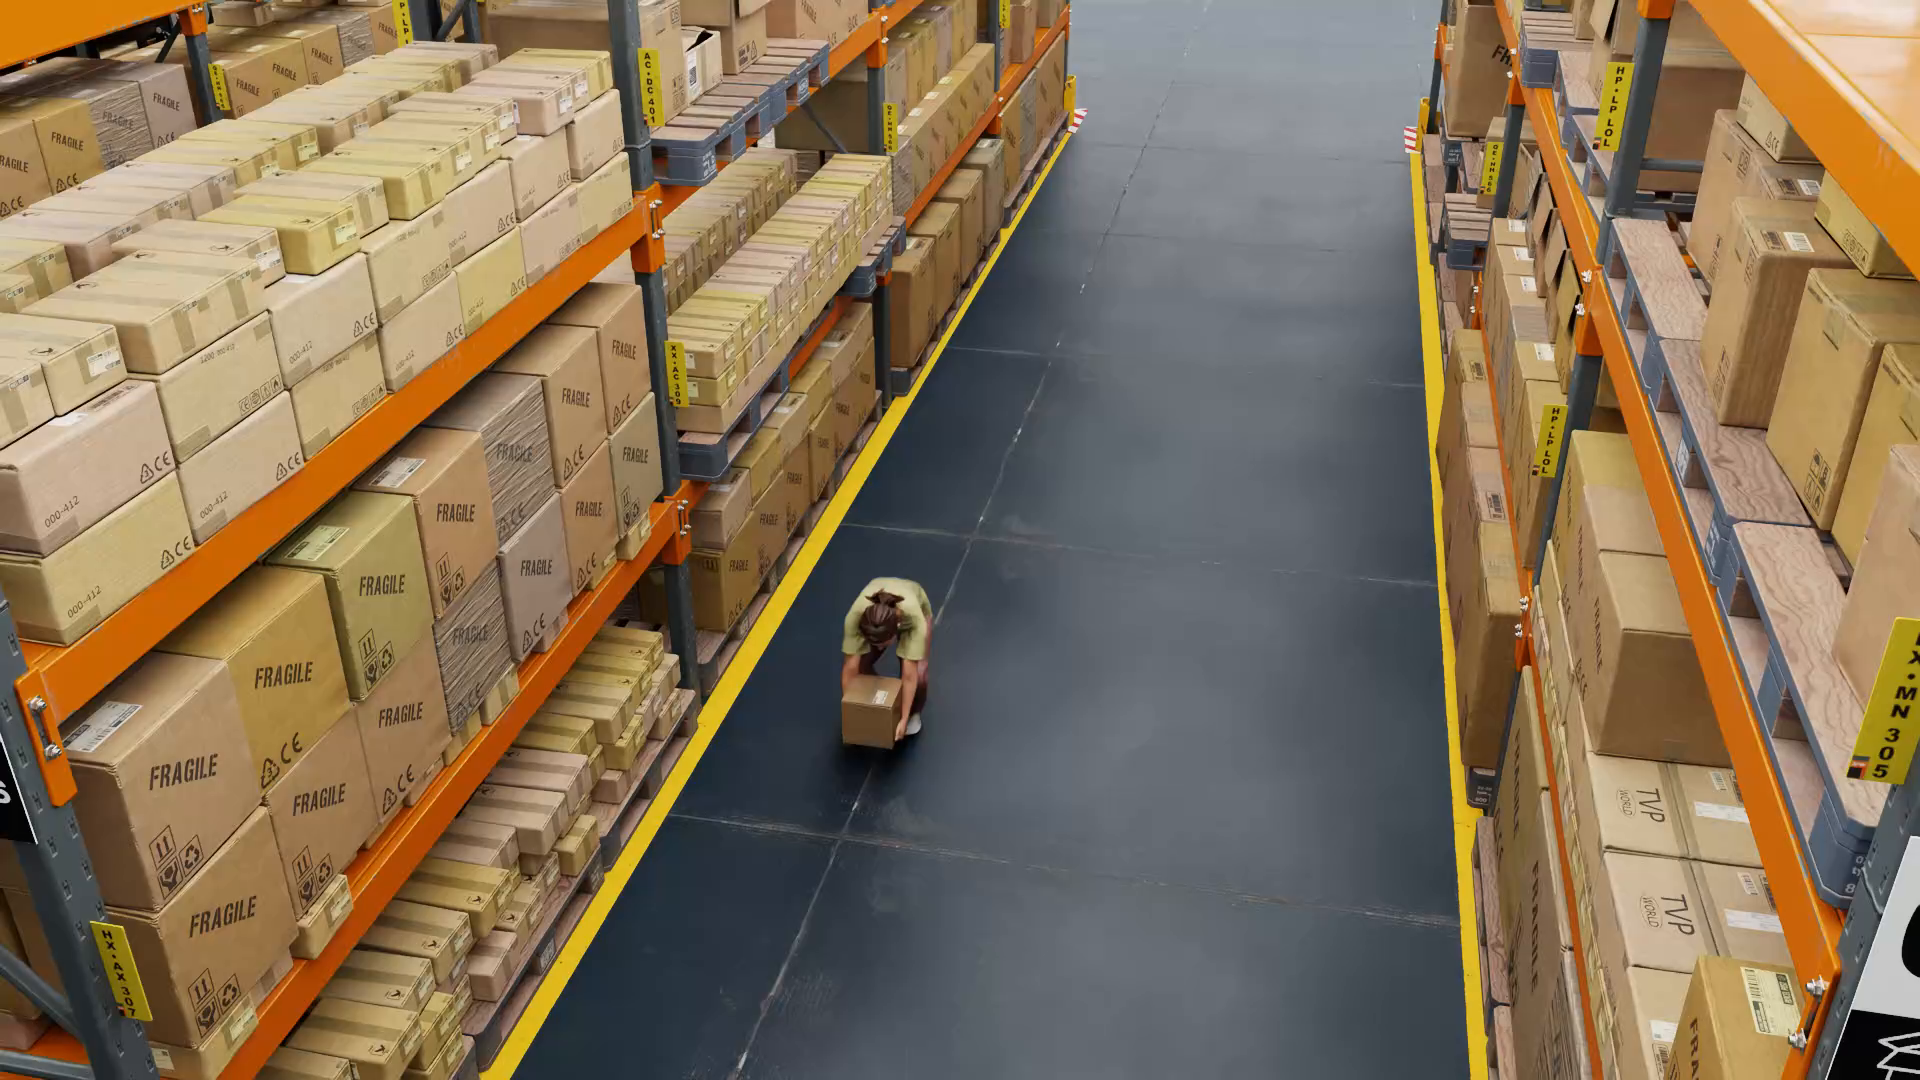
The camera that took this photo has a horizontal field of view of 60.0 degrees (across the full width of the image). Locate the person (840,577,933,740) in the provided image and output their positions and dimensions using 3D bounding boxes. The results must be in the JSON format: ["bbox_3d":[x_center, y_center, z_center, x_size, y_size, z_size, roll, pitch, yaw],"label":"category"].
[{"bbox_3d":[-0.363,0.567,8.363,0.458,0.930,0.823,5,29,9],"label":"person"}]
